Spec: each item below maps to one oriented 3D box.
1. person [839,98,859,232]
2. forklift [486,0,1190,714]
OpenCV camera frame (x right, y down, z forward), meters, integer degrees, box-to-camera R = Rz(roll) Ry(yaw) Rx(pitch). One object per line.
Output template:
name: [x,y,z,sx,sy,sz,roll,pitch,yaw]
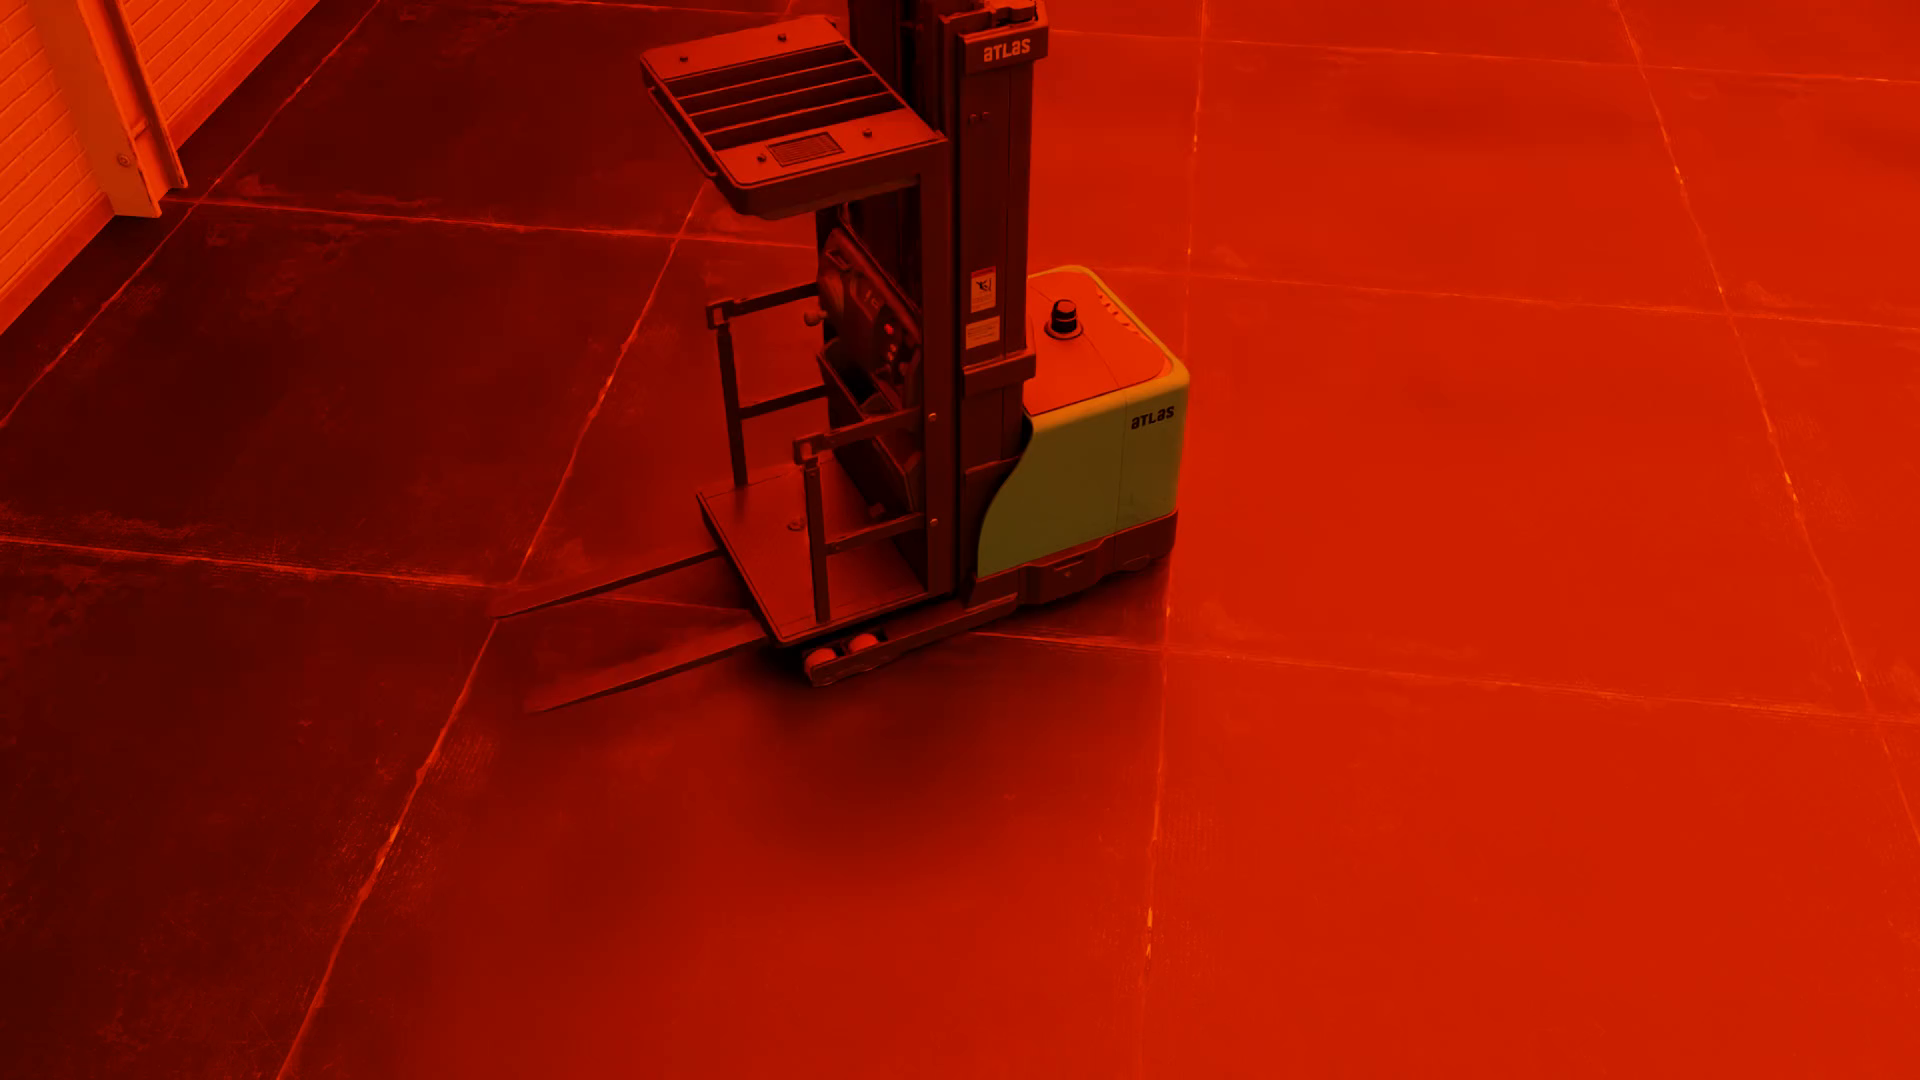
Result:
person: [-0.405,-1.873,8.647,0.428,1.737,0.847,-29,50,-27]
forklift: [-0.554,-0.858,6.659,3.031,2.935,1.130,-18,46,-19]
